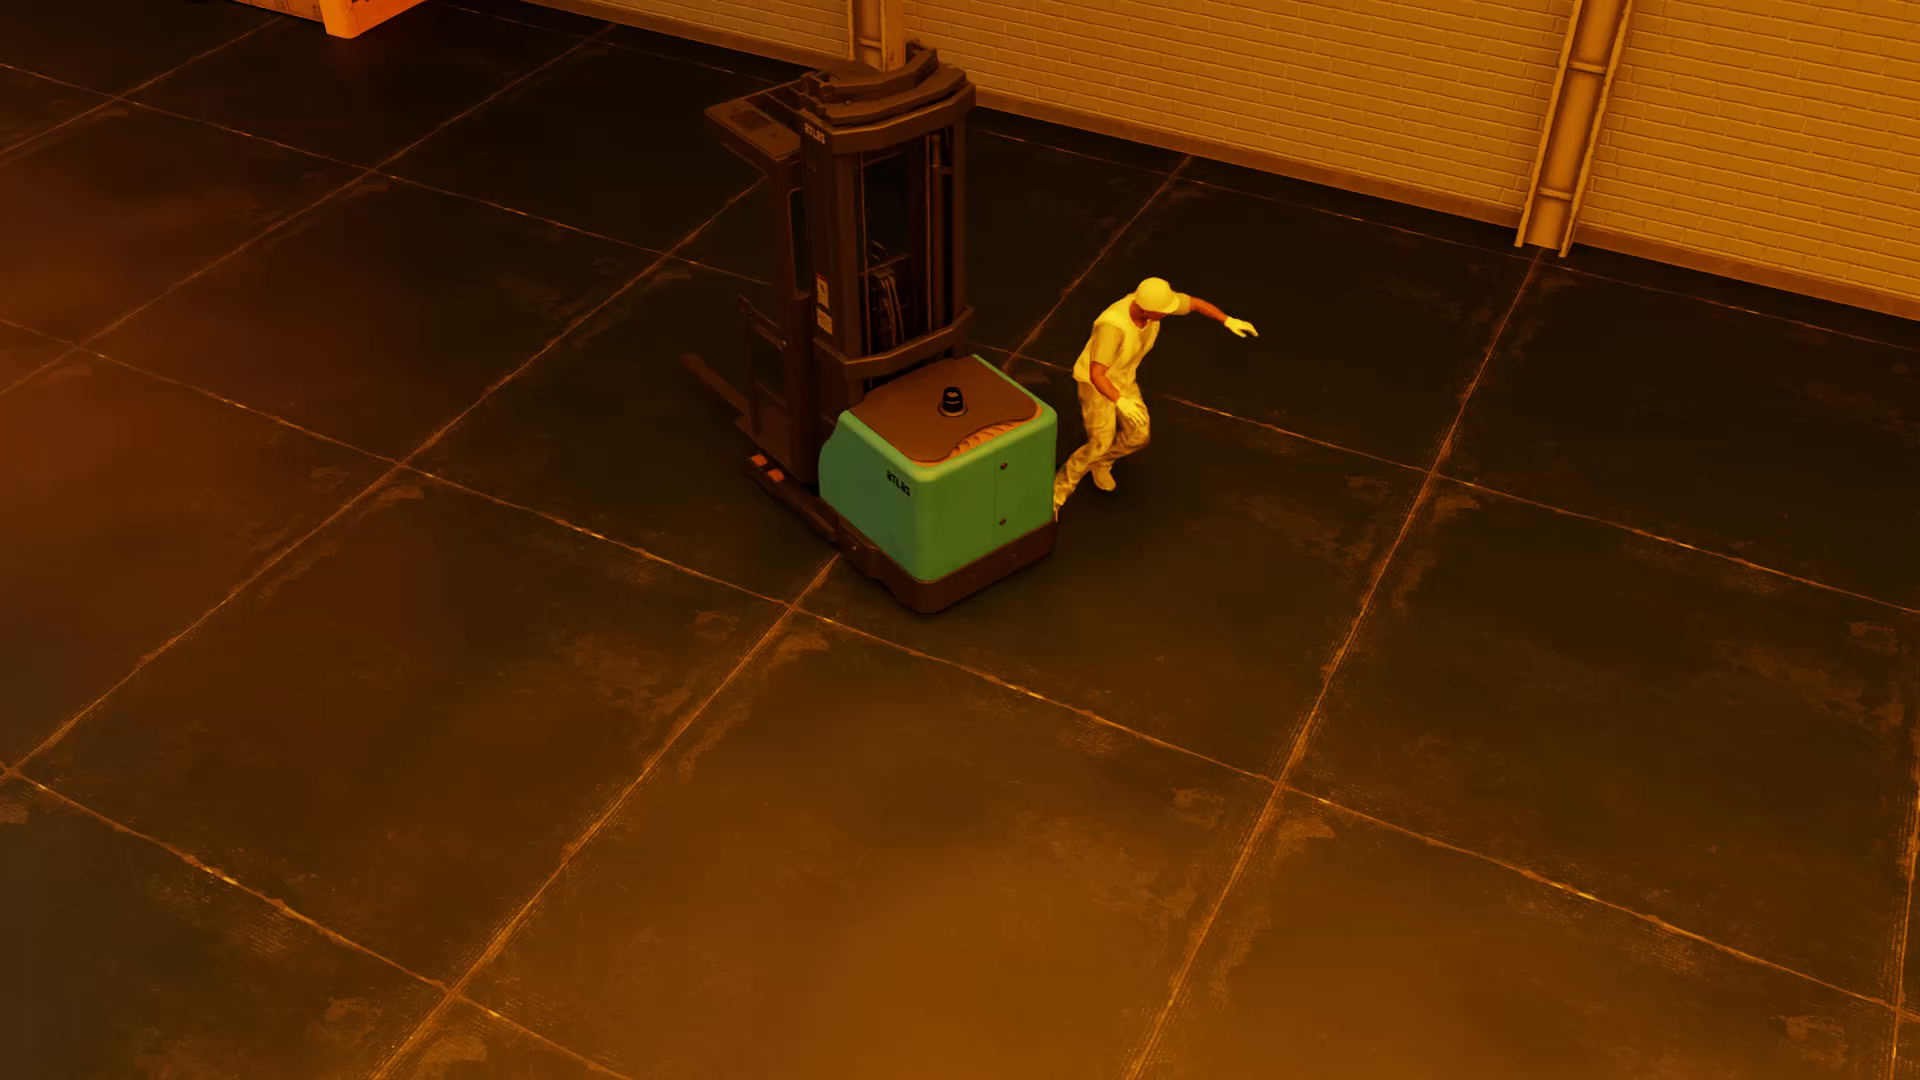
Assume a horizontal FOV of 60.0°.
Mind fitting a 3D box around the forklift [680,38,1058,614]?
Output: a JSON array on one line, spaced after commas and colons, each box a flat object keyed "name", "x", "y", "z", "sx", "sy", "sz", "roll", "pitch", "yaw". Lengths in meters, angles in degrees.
[{"name": "forklift", "x": -0.731, "y": -1.585, "z": 9.869, "sx": 1.130, "sy": 2.935, "sz": 3.031, "roll": -27, "pitch": 47, "yaw": -28}]

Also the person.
[{"name": "person", "x": 1.035, "y": -0.886, "z": 10.158, "sx": 0.872, "sy": 1.525, "sz": 1.463, "roll": 31, "pitch": 49, "yaw": 32}]
